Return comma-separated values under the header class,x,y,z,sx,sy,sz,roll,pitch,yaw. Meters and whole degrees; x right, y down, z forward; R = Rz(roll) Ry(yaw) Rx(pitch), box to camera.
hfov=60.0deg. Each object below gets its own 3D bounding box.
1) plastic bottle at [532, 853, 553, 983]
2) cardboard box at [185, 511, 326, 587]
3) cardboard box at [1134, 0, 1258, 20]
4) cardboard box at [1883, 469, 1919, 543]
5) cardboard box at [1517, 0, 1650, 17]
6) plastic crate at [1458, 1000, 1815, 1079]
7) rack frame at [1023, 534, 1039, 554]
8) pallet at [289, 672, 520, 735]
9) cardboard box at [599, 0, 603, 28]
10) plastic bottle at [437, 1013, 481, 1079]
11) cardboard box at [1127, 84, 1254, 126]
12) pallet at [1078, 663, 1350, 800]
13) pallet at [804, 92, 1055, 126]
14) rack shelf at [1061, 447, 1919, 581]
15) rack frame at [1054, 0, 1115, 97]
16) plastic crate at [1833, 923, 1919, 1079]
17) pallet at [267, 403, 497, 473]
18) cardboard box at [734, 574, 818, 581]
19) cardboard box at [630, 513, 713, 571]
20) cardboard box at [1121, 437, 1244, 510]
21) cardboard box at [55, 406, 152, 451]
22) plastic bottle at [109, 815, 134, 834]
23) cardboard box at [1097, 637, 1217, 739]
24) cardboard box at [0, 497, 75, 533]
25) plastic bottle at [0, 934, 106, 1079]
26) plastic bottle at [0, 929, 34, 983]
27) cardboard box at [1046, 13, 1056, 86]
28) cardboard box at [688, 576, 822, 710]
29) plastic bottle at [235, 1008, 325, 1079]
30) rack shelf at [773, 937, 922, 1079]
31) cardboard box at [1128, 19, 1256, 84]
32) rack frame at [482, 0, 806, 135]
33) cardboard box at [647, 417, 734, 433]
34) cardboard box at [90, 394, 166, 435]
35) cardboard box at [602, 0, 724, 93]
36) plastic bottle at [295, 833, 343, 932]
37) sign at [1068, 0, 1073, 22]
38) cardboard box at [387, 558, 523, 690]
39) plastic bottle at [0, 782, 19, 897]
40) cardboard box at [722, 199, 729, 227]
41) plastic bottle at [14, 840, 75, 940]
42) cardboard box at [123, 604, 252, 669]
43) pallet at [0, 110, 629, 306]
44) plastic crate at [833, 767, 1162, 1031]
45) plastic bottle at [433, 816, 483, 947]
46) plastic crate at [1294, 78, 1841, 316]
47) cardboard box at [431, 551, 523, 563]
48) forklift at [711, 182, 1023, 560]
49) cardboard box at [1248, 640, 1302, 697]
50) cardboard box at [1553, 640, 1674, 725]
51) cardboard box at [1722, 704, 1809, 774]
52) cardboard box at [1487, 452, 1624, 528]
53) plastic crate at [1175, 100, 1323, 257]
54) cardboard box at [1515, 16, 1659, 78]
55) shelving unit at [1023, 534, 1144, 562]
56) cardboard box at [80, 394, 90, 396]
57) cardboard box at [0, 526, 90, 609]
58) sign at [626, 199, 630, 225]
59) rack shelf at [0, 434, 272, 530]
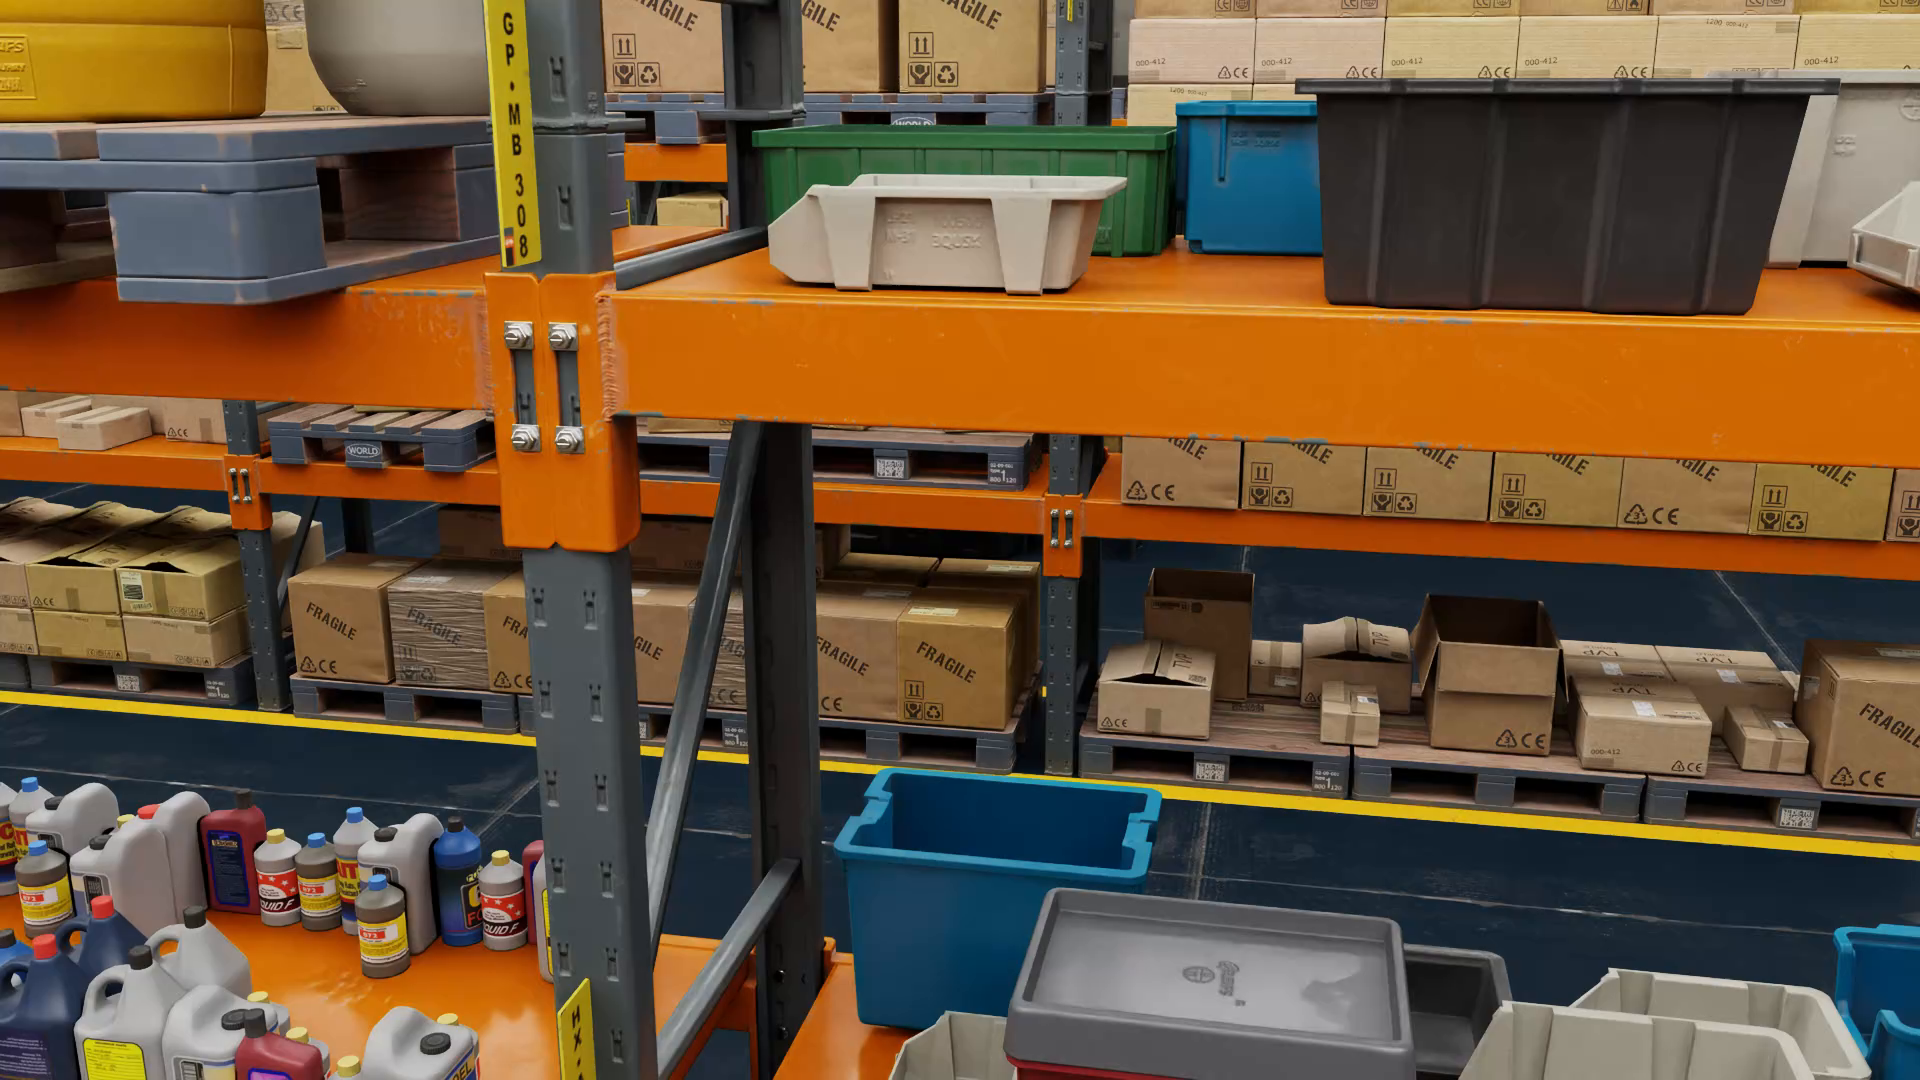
class,x,y,z,sx,sy,sz,roll,pitch,yaw
plastic bottle,-0.763,0.718,3.374,0.185,0.351,0.144,3,16,11
cardboard box,-3.827,0.039,9.046,0.500,0.311,0.500,4,16,13
cardboard box,1.032,-2.456,7.059,0.500,0.500,0.700,3,16,11
cardboard box,3.974,-0.284,6.711,0.500,0.500,0.500,4,16,13
cardboard box,2.505,-2.380,6.786,0.500,0.500,0.700,3,16,11
plastic crate,1.017,0.957,2.527,0.530,0.282,0.437,3,16,11
rack frame,0.485,-0.682,11.144,0.023,1.500,0.400,4,16,15
pallet,-2.648,0.685,8.625,1.213,0.211,1.003,3,16,11
cardboard box,-1.946,-2.605,7.599,0.500,0.500,0.500,3,16,11
plastic bottle,-0.887,0.925,2.904,0.097,0.201,0.097,0,15,0
cardboard box,0.975,-1.779,6.956,0.500,0.250,0.500,3,16,11
pallet,1.220,0.885,7.903,1.213,0.211,1.003,3,16,11
pallet,-0.077,-1.904,7.479,1.003,0.211,1.213,3,16,11
rack shelf,2.508,-0.043,7.375,4.000,0.370,1.077,3,16,11
rack frame,0.548,-3.387,6.862,0.127,3.000,1.000,3,16,11
plastic crate,1.716,0.879,2.901,0.300,0.233,0.416,3,16,11
pallet,-2.694,-0.599,8.393,1.003,0.211,1.213,3,16,11
cardboard box,-0.891,0.353,8.456,0.500,0.500,0.500,3,16,12
cardboard box,-1.349,-0.034,8.449,0.500,0.250,0.500,3,16,10
cardboard box,0.993,-0.446,7.295,0.500,0.500,0.500,4,16,13
cardboard box,-4.309,-0.563,8.377,0.250,0.149,0.380,3,16,11
plastic bottle,-1.836,0.709,3.687,0.097,0.201,0.097,0,15,0
cardboard box,0.916,0.667,7.679,0.500,0.311,0.500,3,16,11
cardboard box,-5.346,-0.042,9.337,0.500,0.311,0.500,3,16,10
plastic bottle,-1.590,0.850,2.896,0.185,0.351,0.144,3,16,11
plastic bottle,-1.739,0.845,3.062,0.097,0.271,0.097,0,15,0
cardboard box,0.691,-3.573,12.142,0.500,0.500,0.700,2,16,8
cardboard box,-0.967,0.490,7.962,0.500,0.500,0.500,3,16,12
plastic bottle,-1.129,0.919,2.773,0.133,0.283,0.061,3,16,11
rack shelf,1.517,1.253,2.698,4.000,0.370,1.077,3,16,11
cardboard box,0.975,-2.019,6.888,0.500,0.250,0.500,3,16,11
rack frame,-0.443,-2.091,2.185,0.127,3.000,1.000,3,16,11
cardboard box,-1.196,-0.824,7.875,0.500,0.500,0.700,-1,16,-3
cardboard box,-4.210,-0.764,8.798,0.500,0.311,0.500,3,16,10
cardboard box,-1.239,-2.357,7.600,0.600,0.600,0.600,2,16,9
plastic bottle,-1.383,0.733,3.598,0.097,0.201,0.097,0,15,0
sign,0.441,-2.235,6.616,0.005,0.325,0.100,3,16,11
cardboard box,-2.469,0.409,8.254,0.500,0.500,0.500,3,16,9
plastic bottle,-2.159,0.657,3.741,0.097,0.271,0.097,0,15,0
cardboard box,-1.468,-2.447,12.521,0.500,0.250,0.500,3,16,10
plastic bottle,-1.962,0.743,3.562,0.097,0.201,0.097,0,15,0
cardboard box,-3.936,0.450,8.613,0.500,0.250,0.500,3,16,12
pallet,-1.231,-0.571,2.669,1.003,0.211,1.213,3,16,11
plastic crate,0.082,0.714,3.213,0.575,0.384,0.392,3,16,11
plastic bottle,-1.060,0.717,3.526,0.097,0.271,0.097,0,15,0
plastic crate,0.720,-0.445,2.106,0.590,0.269,0.497,3,16,11
cardboard box,-2.409,0.272,8.749,0.500,0.500,0.500,4,16,13
forklift,-1.020,-1.458,11.266,3.031,2.935,1.130,4,16,15
cardboard box,1.542,0.626,8.128,0.250,0.149,0.380,3,16,11
cardboard box,3.011,0.674,7.768,0.500,0.250,0.500,3,16,11
cardboard box,3.507,0.861,7.249,0.250,0.166,0.380,3,16,11
cardboard box,2.484,-0.365,7.005,0.500,0.500,0.500,3,16,10
plastic crate,0.513,-0.600,2.735,0.300,0.233,0.416,3,16,11
cardboard box,2.443,-1.937,6.591,0.500,0.250,0.500,3,16,11
shelving unit,0.838,-0.656,11.051,0.755,1.500,0.431,4,16,15
cardboard box,-7.333,-1.270,14.315,0.500,0.500,0.500,2,16,7
cardboard box,-4.939,0.127,8.729,0.500,0.311,0.500,3,16,11
sign,-2.487,-2.382,12.452,0.005,0.325,0.100,3,16,11
rack shelf,-5.332,-0.468,8.912,4.000,0.370,1.077,3,16,11
